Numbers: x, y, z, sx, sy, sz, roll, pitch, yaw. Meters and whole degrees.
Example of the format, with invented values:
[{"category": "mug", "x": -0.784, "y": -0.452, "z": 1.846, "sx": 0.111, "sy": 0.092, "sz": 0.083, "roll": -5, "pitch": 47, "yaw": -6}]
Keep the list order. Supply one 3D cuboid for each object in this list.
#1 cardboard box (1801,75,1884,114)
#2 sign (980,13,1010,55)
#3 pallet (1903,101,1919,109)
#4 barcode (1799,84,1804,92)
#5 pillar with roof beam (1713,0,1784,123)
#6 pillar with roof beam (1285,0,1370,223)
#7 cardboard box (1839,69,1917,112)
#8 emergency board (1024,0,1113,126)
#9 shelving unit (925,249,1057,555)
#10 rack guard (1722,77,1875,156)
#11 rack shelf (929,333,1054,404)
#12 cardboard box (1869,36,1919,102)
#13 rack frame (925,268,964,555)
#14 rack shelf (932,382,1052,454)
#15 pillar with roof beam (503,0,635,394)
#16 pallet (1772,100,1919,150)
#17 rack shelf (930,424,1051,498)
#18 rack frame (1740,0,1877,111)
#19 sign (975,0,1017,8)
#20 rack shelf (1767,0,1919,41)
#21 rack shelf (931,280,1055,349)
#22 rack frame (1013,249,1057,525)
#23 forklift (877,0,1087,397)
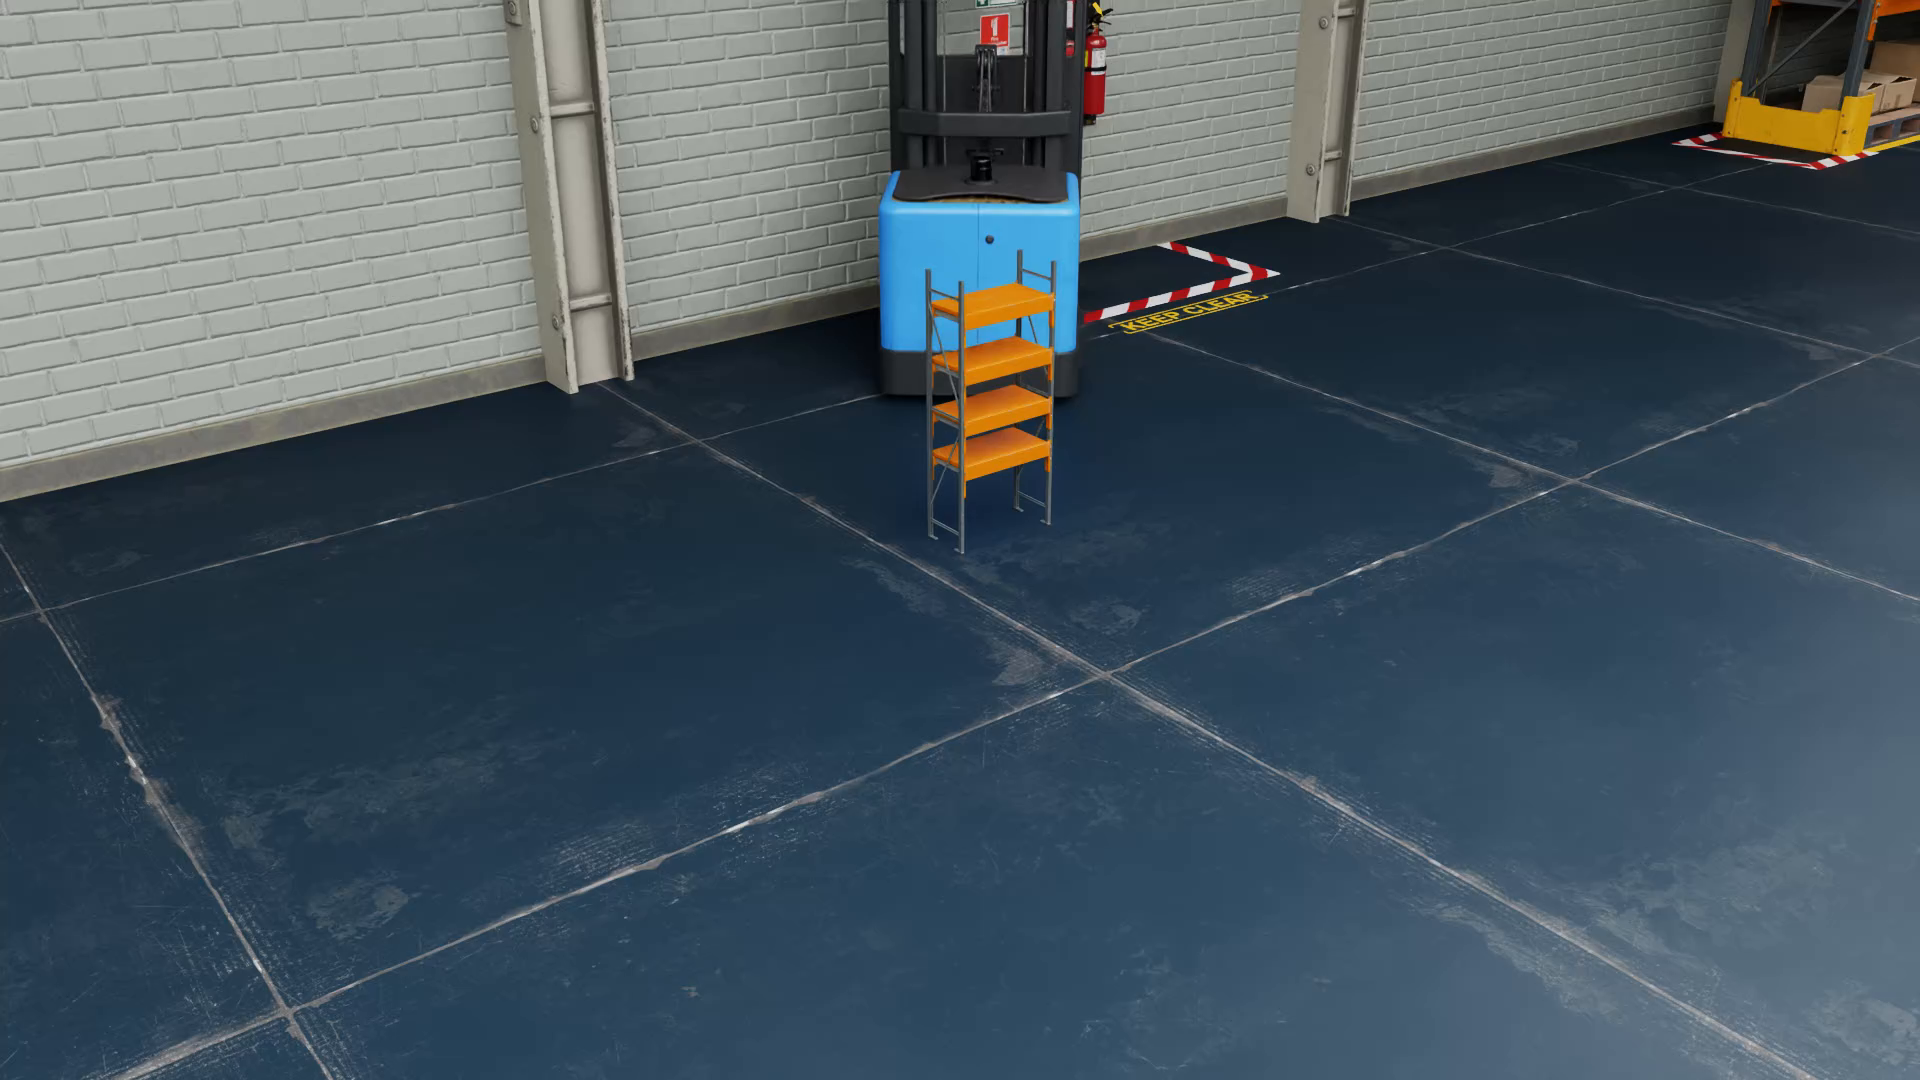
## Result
[{"category": "cardboard box", "x": 7.986, "y": -4.027, "z": 15.035, "sx": 0.500, "sy": 0.311, "sz": 0.500, "roll": -23, "pitch": 33, "yaw": -40}, {"category": "sign", "x": 0.215, "y": -3.084, "z": 10.291, "sx": 0.234, "sy": 0.329, "sz": 0.001, "roll": -18, "pitch": 31, "yaw": -34}, {"category": "pallet", "x": 9.067, "y": -4.167, "z": 15.977, "sx": 1.213, "sy": 0.211, "sz": 1.003, "roll": -18, "pitch": 31, "yaw": -34}, {"category": "barcode", "x": 7.754, "y": -4.168, "z": 15.329, "sx": 0.075, "sy": 0.075, "sz": 0.001, "roll": -18, "pitch": 31, "yaw": -34}, {"category": "pillar with roof beam", "x": 10.060, "y": -6.661, "z": 10.912, "sx": 0.400, "sy": 9.000, "sz": 9.100, "roll": -18, "pitch": 31, "yaw": -34}, {"category": "pillar with roof beam", "x": 5.338, "y": -5.102, "z": 7.554, "sx": 0.400, "sy": 9.000, "sz": 9.100, "roll": -18, "pitch": 31, "yaw": -34}, {"category": "cardboard box", "x": 8.435, "y": -4.175, "z": 15.355, "sx": 0.500, "sy": 0.311, "sz": 0.500, "roll": -15, "pitch": 29, "yaw": -30}, {"category": "emergency board", "x": 0.714, "y": -3.178, "z": 10.534, "sx": 0.643, "sy": 1.169, "sz": 0.194, "roll": -18, "pitch": 31, "yaw": -34}, {"category": "shelving unit", "x": 0.130, "y": -0.587, "z": 7.090, "sx": 0.503, "sy": 1.200, "sz": 0.258, "roll": -18, "pitch": 31, "yaw": -34}, {"category": "rack guard", "x": 7.446, "y": -3.783, "z": 14.808, "sx": 0.348, "sy": 0.500, "sz": 1.175, "roll": -18, "pitch": 31, "yaw": -34}, {"category": "rack shelf", "x": 0.130, "y": -0.729, "z": 7.024, "sx": 0.480, "sy": 0.148, "sz": 0.258, "roll": -18, "pitch": 31, "yaw": -34}, {"category": "cardboard box", "x": 9.043, "y": -4.435, "z": 15.690, "sx": 0.500, "sy": 0.500, "sz": 0.700, "roll": -21, "pitch": 32, "yaw": -37}, {"category": "rack frame", "x": -0.062, "y": -0.524, "z": 6.953, "sx": 0.015, "sy": 1.200, "sz": 0.240, "roll": -18, "pitch": 31, "yaw": -34}, {"category": "rack shelf", "x": 0.130, "y": -0.526, "z": 7.118, "sx": 0.480, "sy": 0.148, "sz": 0.258, "roll": -18, "pitch": 31, "yaw": -34}, {"category": "pillar with roof beam", "x": 0.617, "y": -3.544, "z": 4.196, "sx": 0.400, "sy": 9.000, "sz": 9.100, "roll": -18, "pitch": 31, "yaw": -34}, {"category": "pallet", "x": 8.107, "y": -3.851, "z": 15.298, "sx": 1.213, "sy": 0.211, "sz": 1.003, "roll": -18, "pitch": 31, "yaw": -34}, {"category": "rack shelf", "x": 0.130, "y": -0.346, "z": 7.202, "sx": 0.480, "sy": 0.148, "sz": 0.258, "roll": -18, "pitch": 31, "yaw": -34}, {"category": "rack frame", "x": 7.386, "y": -4.897, "z": 14.239, "sx": 0.127, "sy": 3.000, "sz": 1.000, "roll": -18, "pitch": 31, "yaw": -34}, {"category": "sign", "x": 0.224, "y": -3.323, "z": 10.175, "sx": 0.331, "sy": 0.109, "sz": 0.001, "roll": -18, "pitch": 31, "yaw": -34}, {"category": "rack shelf", "x": 8.960, "y": -5.090, "z": 15.510, "sx": 4.000, "sy": 0.370, "sz": 1.077, "roll": -18, "pitch": 31, "yaw": -34}, {"category": "rack shelf", "x": 0.130, "y": -0.944, "z": 6.925, "sx": 0.480, "sy": 0.148, "sz": 0.258, "roll": -18, "pitch": 31, "yaw": -34}, {"category": "rack frame", "x": 0.322, "y": -0.651, "z": 7.227, "sx": 0.015, "sy": 1.200, "sz": 0.240, "roll": -18, "pitch": 31, "yaw": -34}, {"category": "forklift", "x": 0.161, "y": -2.653, "z": 9.484, "sx": 1.130, "sy": 2.935, "sz": 3.031, "roll": 1, "pitch": 25, "yaw": 2}]
